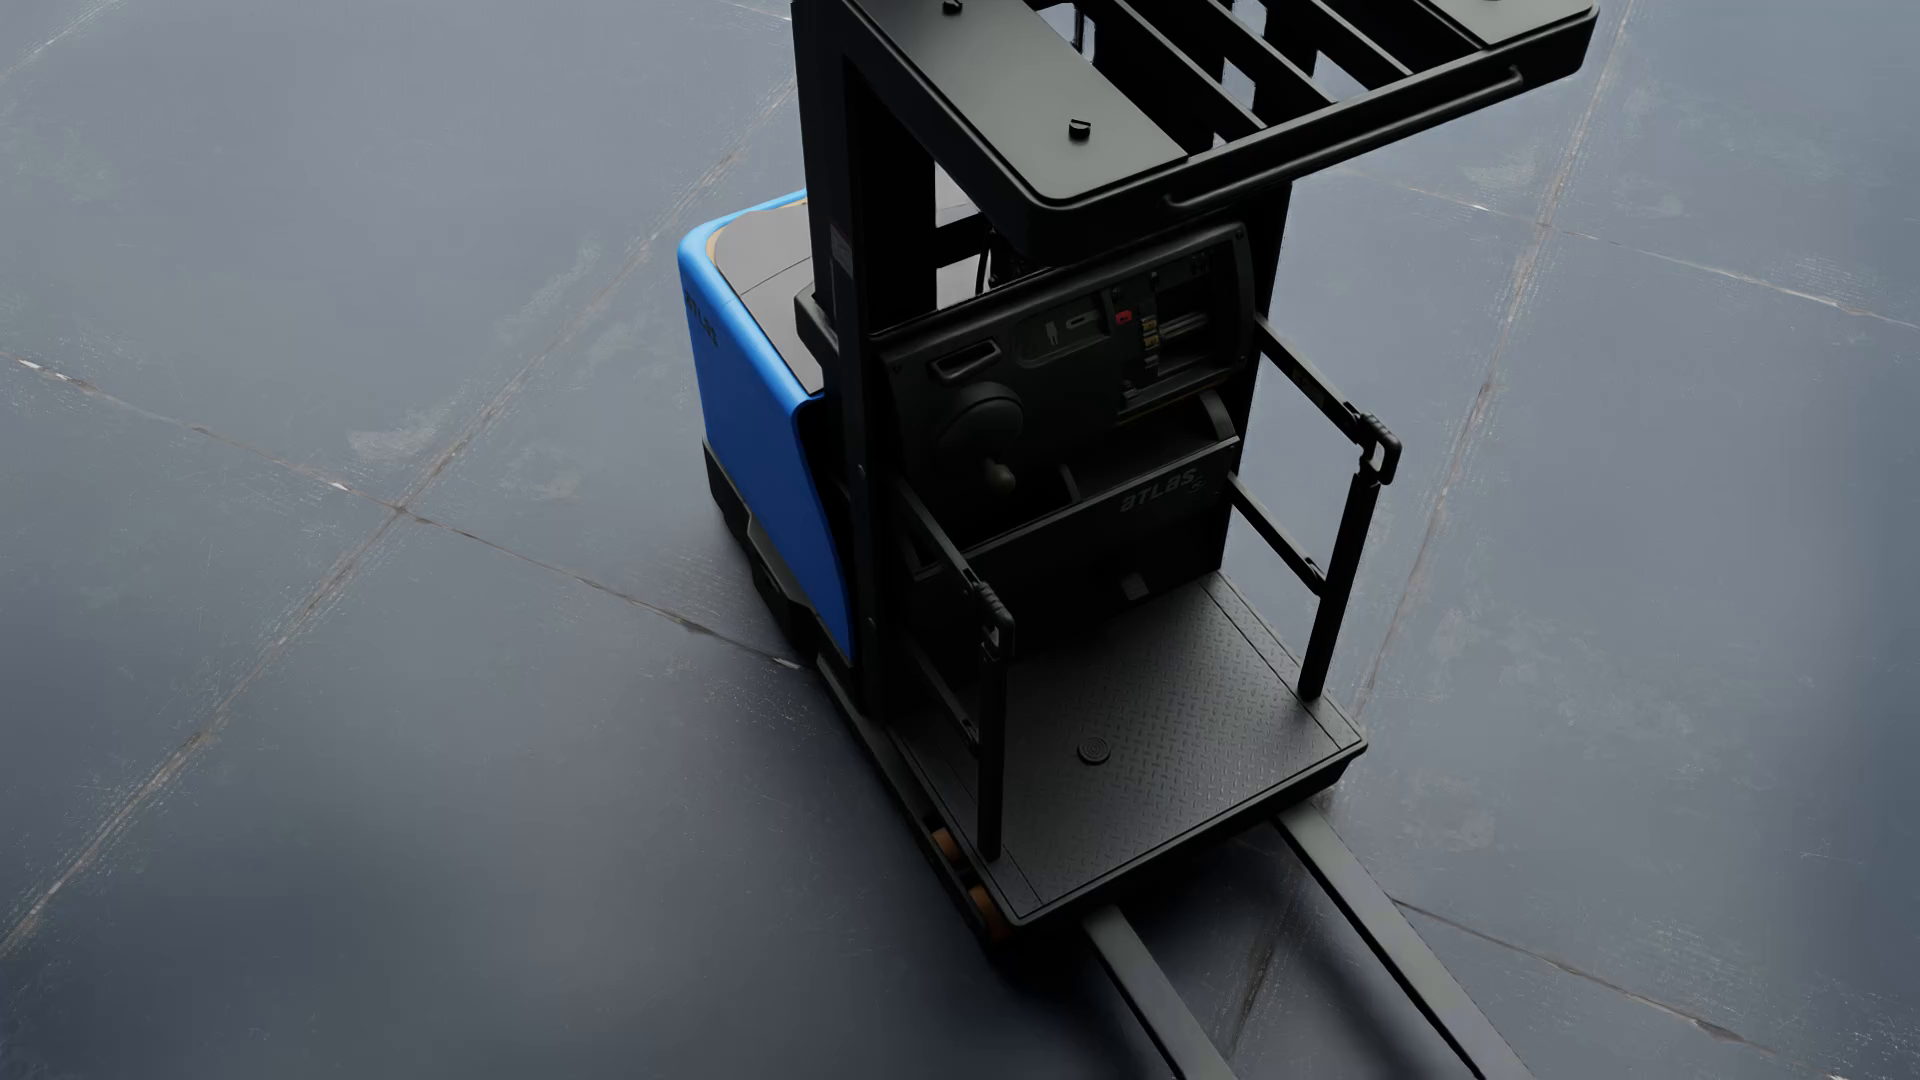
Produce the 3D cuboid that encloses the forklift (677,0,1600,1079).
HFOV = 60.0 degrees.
[{"bbox_3d":[0.369,-0.303,3.584,1.130,2.935,3.031,-23,53,-19],"label":"forklift"}]
